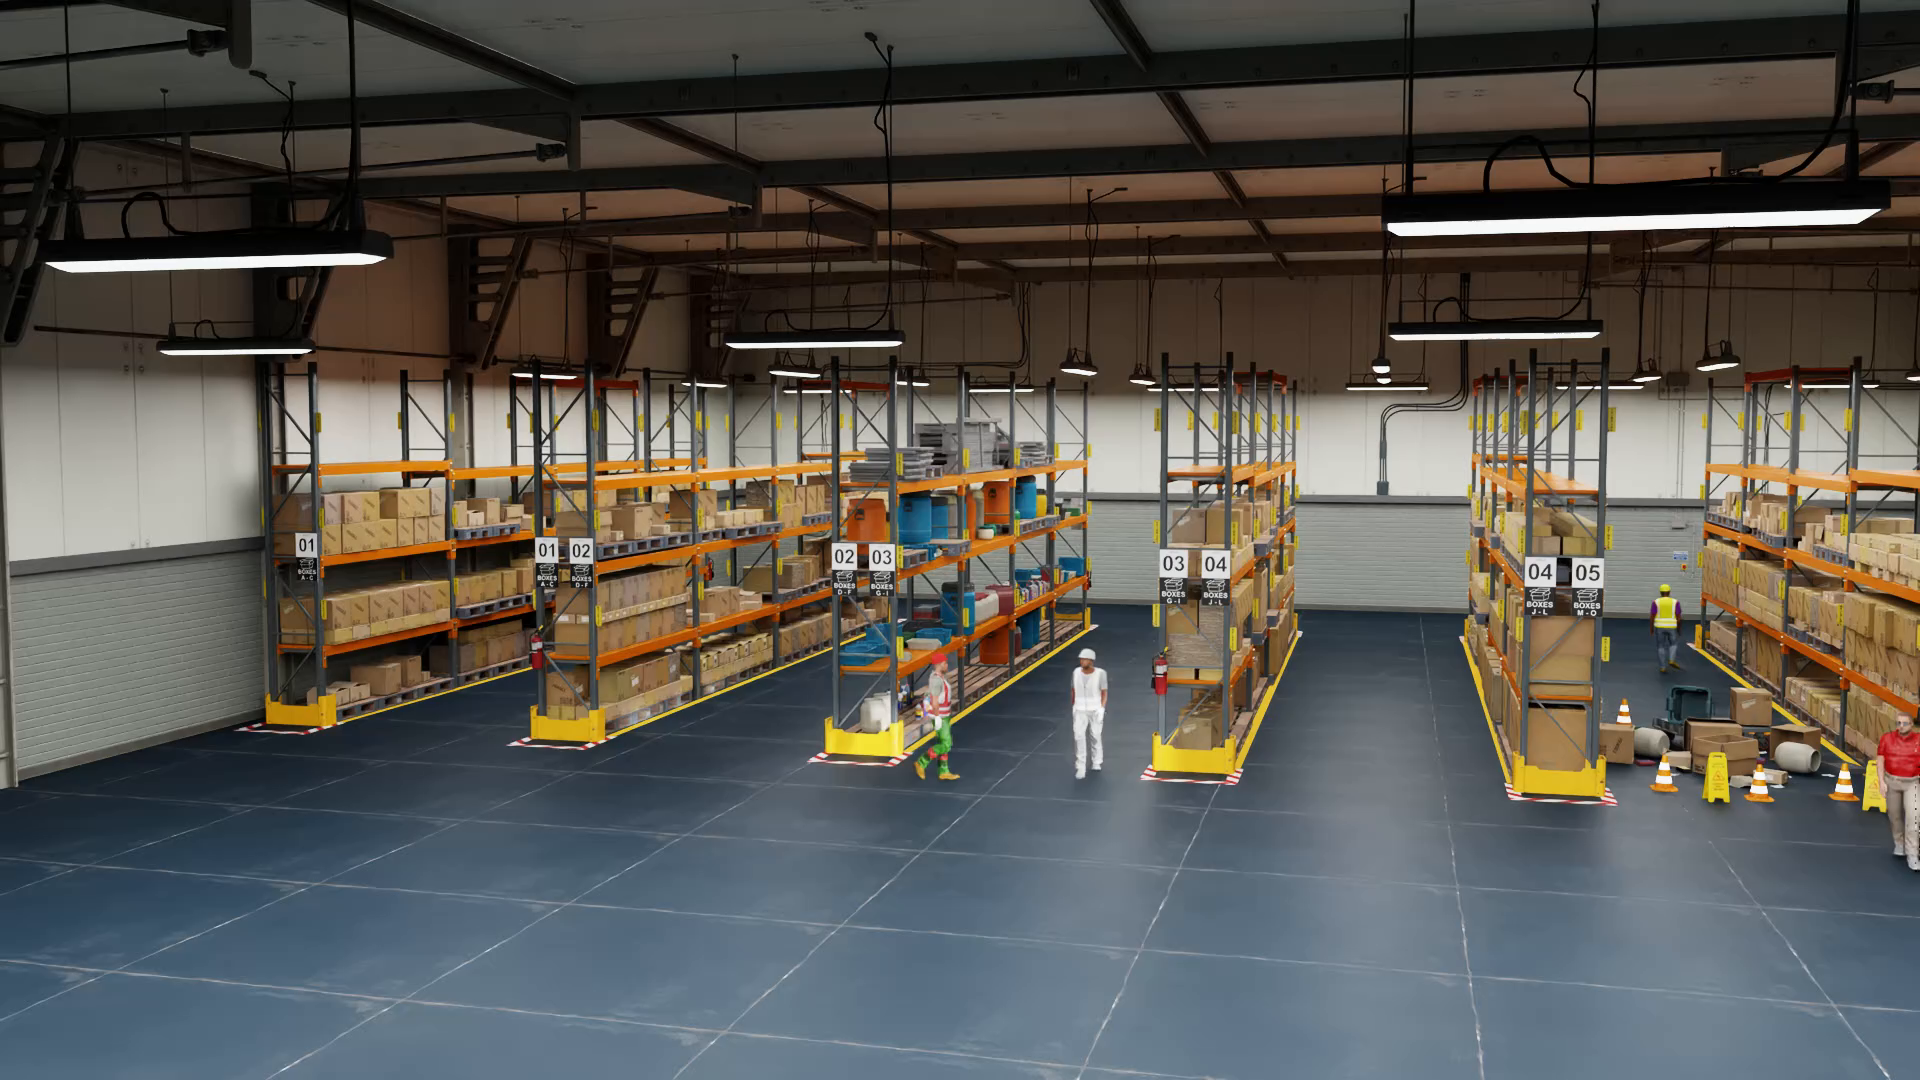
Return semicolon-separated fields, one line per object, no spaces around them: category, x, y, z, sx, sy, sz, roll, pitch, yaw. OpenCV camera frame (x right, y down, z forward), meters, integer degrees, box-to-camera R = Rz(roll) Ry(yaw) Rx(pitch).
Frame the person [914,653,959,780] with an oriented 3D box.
person;-0.301;2.464;23.221;0.582;1.785;0.552;0;4;4

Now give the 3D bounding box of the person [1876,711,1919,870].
person;10.736;2.801;18.927;0.592;1.689;0.885;4;5;42

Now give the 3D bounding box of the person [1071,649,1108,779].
person;1.820;2.465;23.700;0.571;1.824;0.754;1;4;18

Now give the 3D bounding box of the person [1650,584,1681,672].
person;14.178;1.775;33.414;0.597;1.767;0.518;1;4;17
